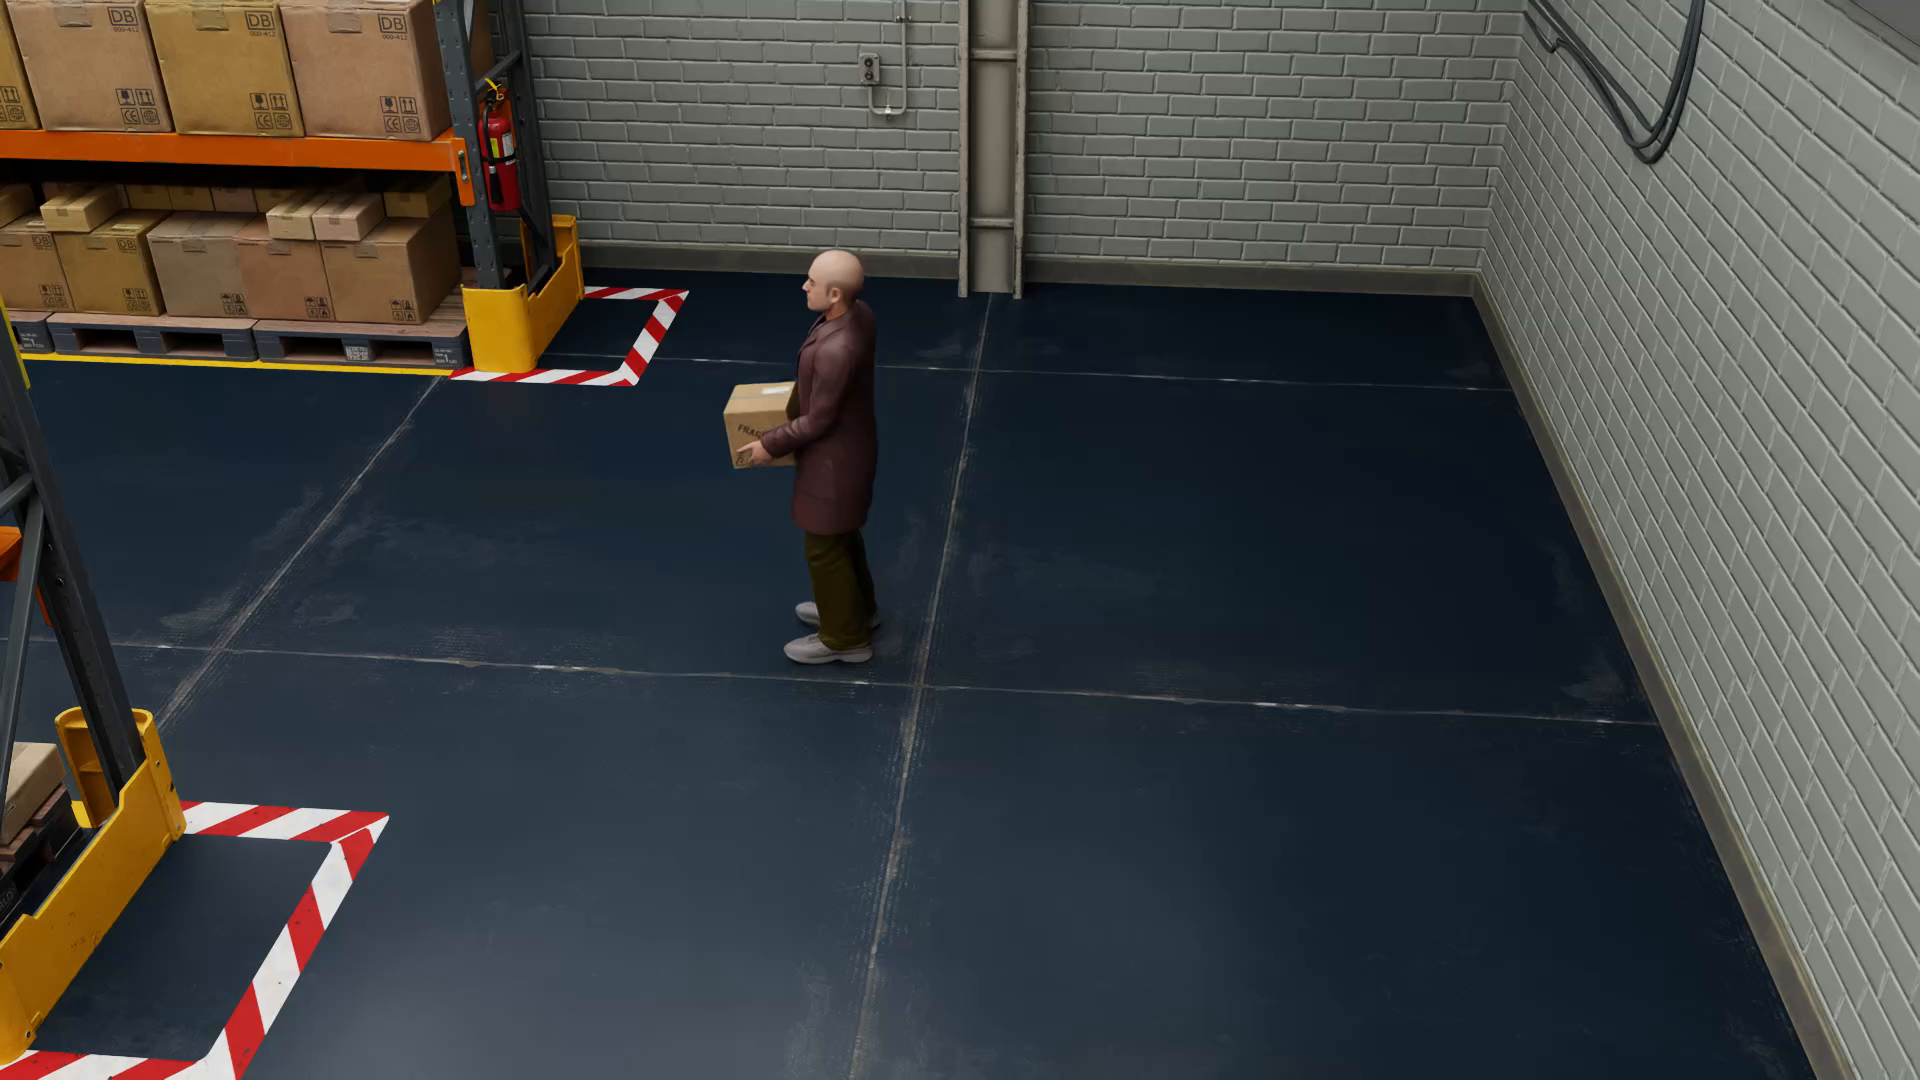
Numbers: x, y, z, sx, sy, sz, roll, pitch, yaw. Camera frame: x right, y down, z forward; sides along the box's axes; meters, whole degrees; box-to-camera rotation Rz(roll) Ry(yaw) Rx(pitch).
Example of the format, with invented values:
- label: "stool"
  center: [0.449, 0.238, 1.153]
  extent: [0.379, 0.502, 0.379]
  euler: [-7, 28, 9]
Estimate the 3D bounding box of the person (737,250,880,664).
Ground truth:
- label: "person"
  center: [-0.599, -0.328, 6.678]
  extent: [0.535, 1.780, 0.548]
  euler: [2, 32, 4]
